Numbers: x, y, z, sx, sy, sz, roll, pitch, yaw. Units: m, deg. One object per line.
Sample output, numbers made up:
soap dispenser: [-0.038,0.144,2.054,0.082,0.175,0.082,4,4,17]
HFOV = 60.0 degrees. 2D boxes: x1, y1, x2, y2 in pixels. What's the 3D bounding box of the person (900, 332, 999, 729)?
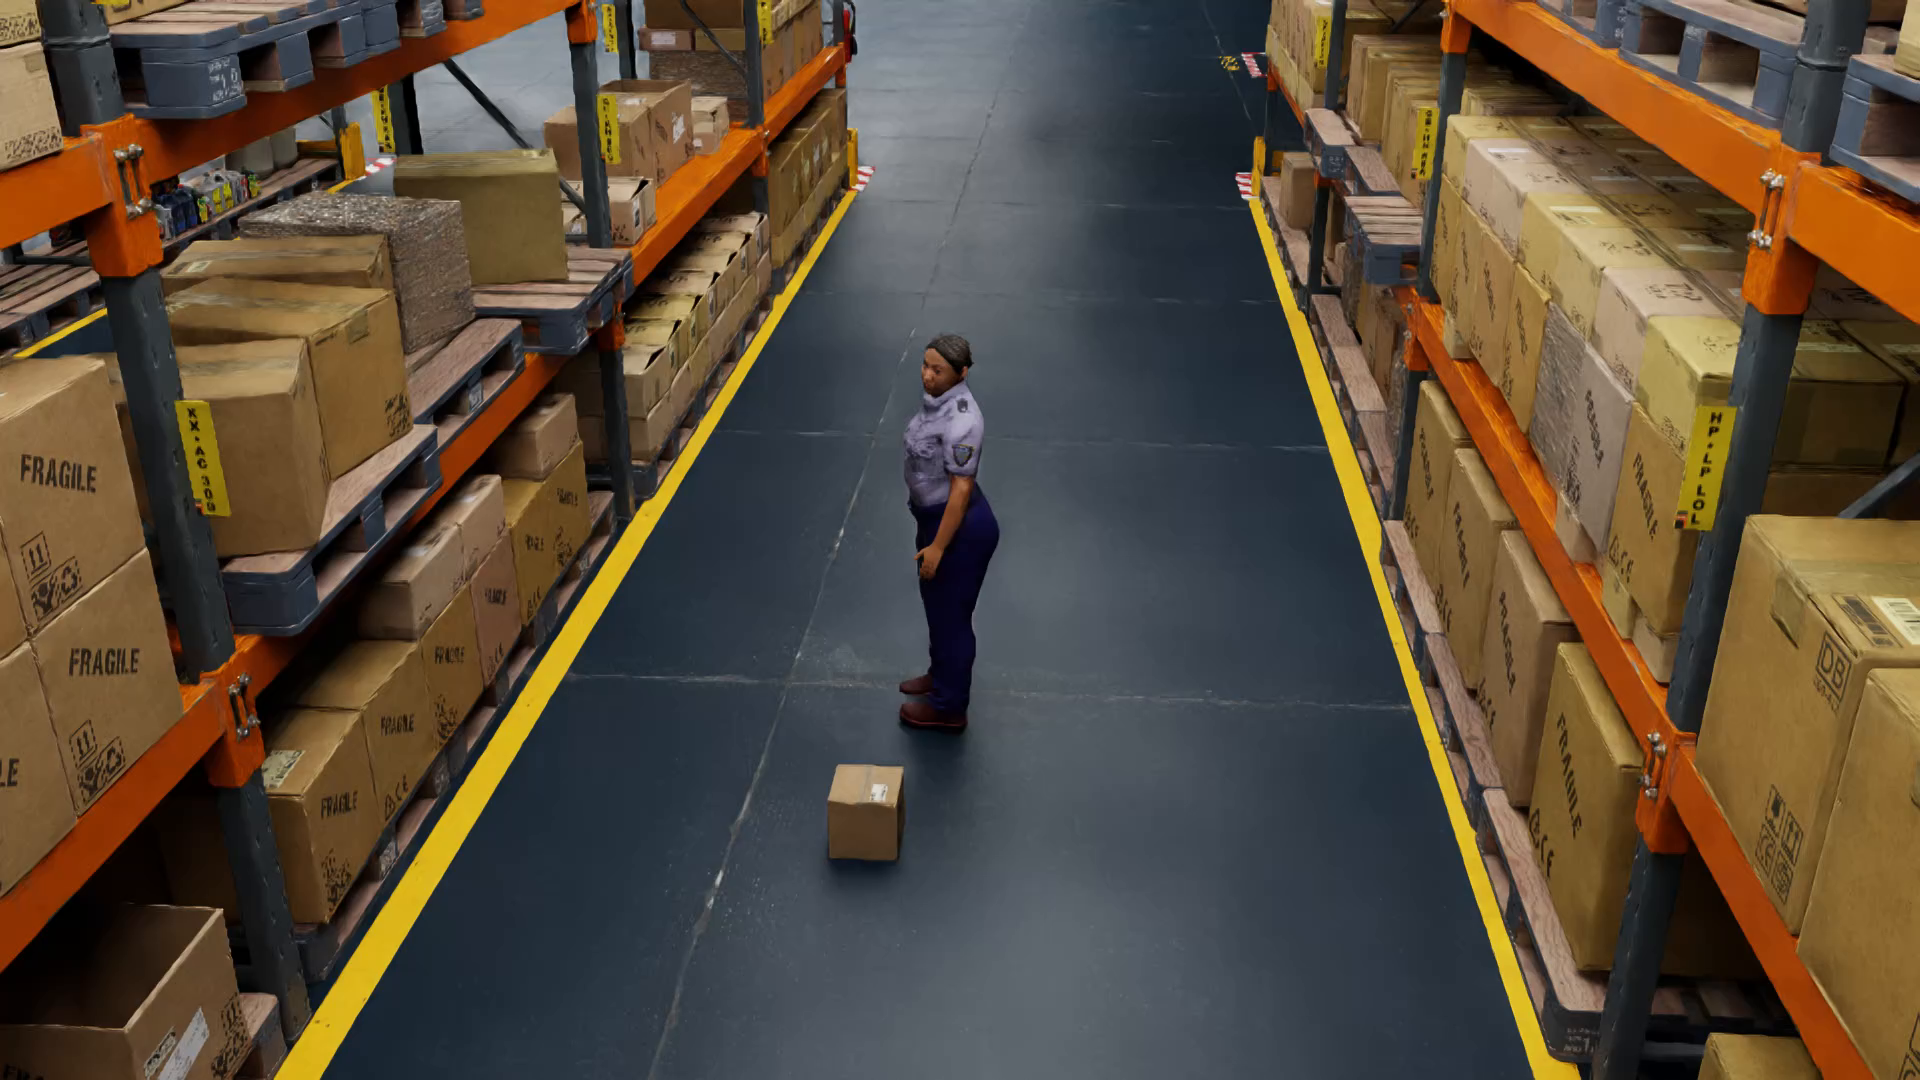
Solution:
person: [-0.060,-0.028,6.680,0.399,1.684,0.515,-4,25,-9]
